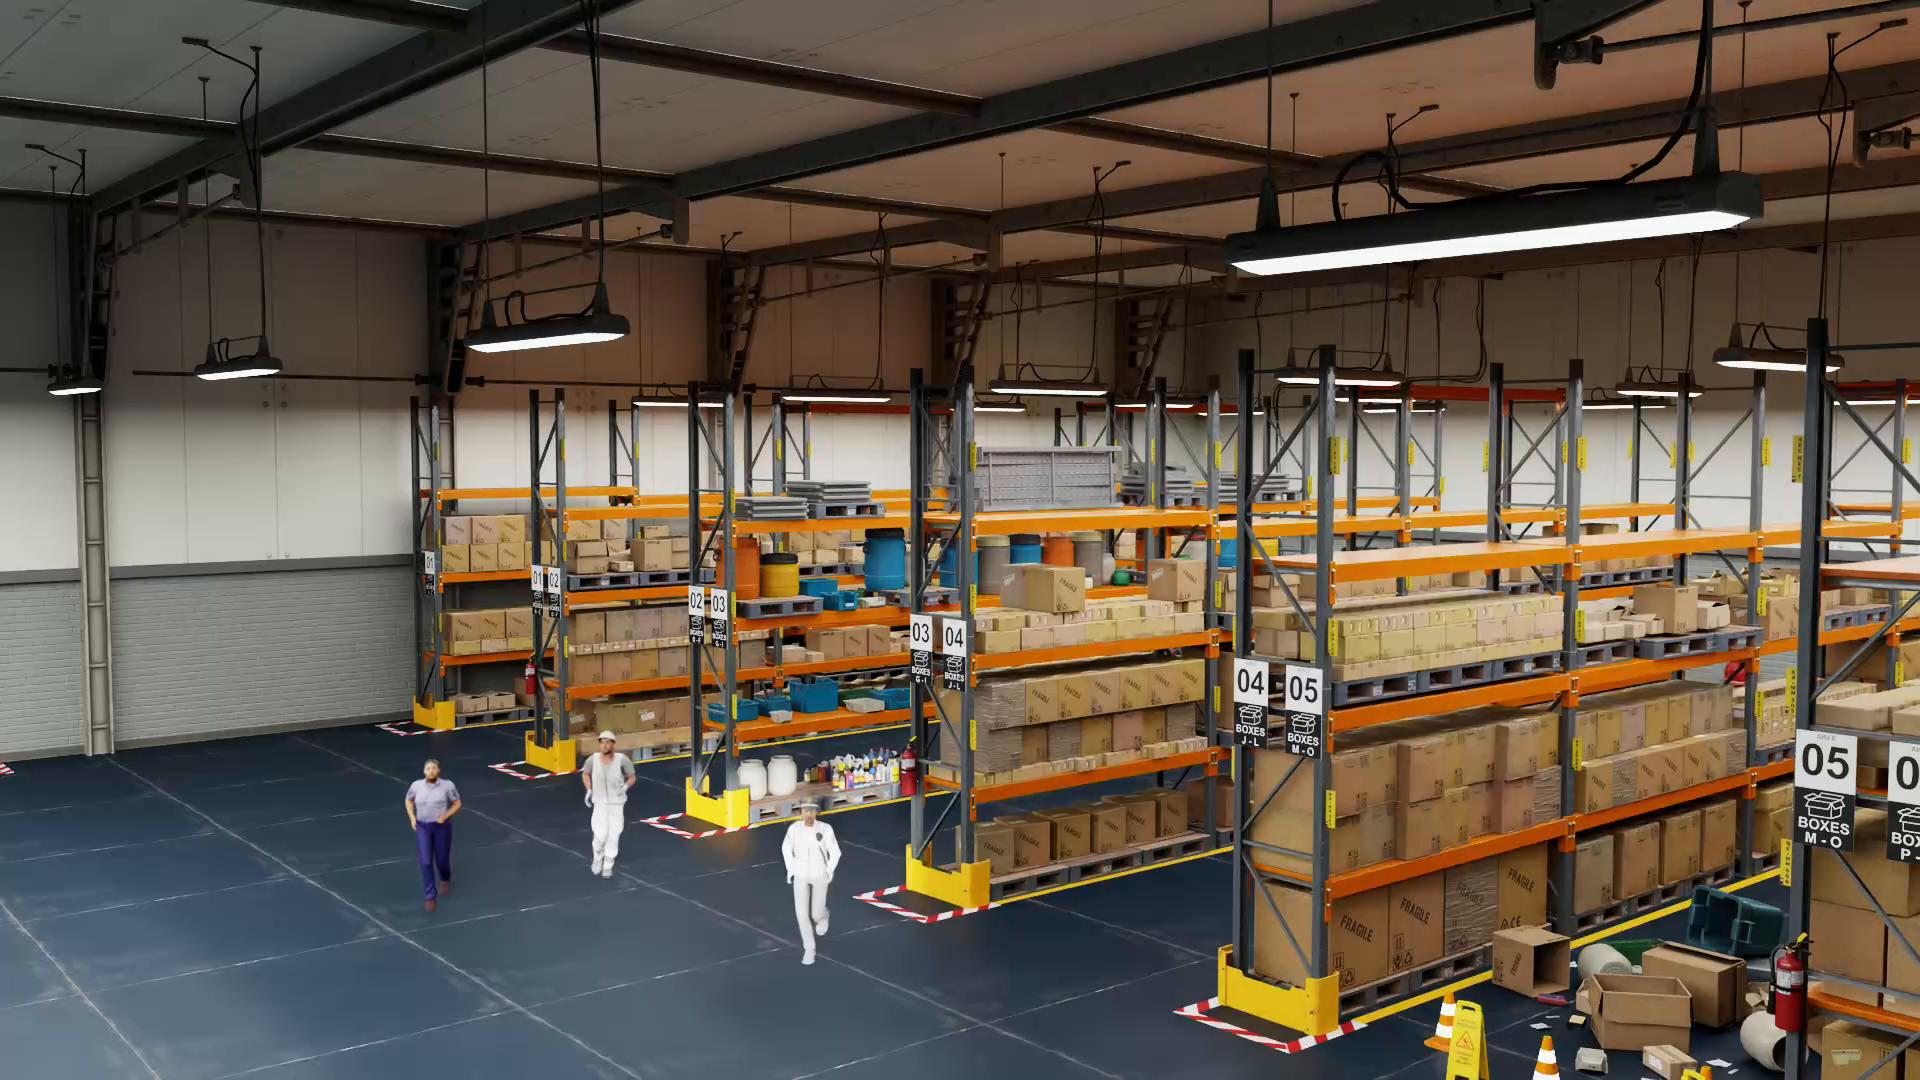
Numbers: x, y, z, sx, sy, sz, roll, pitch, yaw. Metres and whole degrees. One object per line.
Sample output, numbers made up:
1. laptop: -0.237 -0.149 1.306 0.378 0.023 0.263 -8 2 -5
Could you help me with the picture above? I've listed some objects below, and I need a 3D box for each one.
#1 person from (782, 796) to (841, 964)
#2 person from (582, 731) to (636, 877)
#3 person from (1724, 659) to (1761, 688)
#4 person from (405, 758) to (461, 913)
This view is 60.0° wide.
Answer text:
1. person: -1.496 3.363 16.729 0.602 1.657 0.685 0 3 3
2. person: -4.140 3.123 19.602 0.632 1.748 0.601 -1 3 -9
3. person: 13.251 2.655 28.060 0.676 1.705 0.839 0 3 8
4. person: -5.886 3.258 18.583 0.611 1.652 0.755 -1 3 -13
